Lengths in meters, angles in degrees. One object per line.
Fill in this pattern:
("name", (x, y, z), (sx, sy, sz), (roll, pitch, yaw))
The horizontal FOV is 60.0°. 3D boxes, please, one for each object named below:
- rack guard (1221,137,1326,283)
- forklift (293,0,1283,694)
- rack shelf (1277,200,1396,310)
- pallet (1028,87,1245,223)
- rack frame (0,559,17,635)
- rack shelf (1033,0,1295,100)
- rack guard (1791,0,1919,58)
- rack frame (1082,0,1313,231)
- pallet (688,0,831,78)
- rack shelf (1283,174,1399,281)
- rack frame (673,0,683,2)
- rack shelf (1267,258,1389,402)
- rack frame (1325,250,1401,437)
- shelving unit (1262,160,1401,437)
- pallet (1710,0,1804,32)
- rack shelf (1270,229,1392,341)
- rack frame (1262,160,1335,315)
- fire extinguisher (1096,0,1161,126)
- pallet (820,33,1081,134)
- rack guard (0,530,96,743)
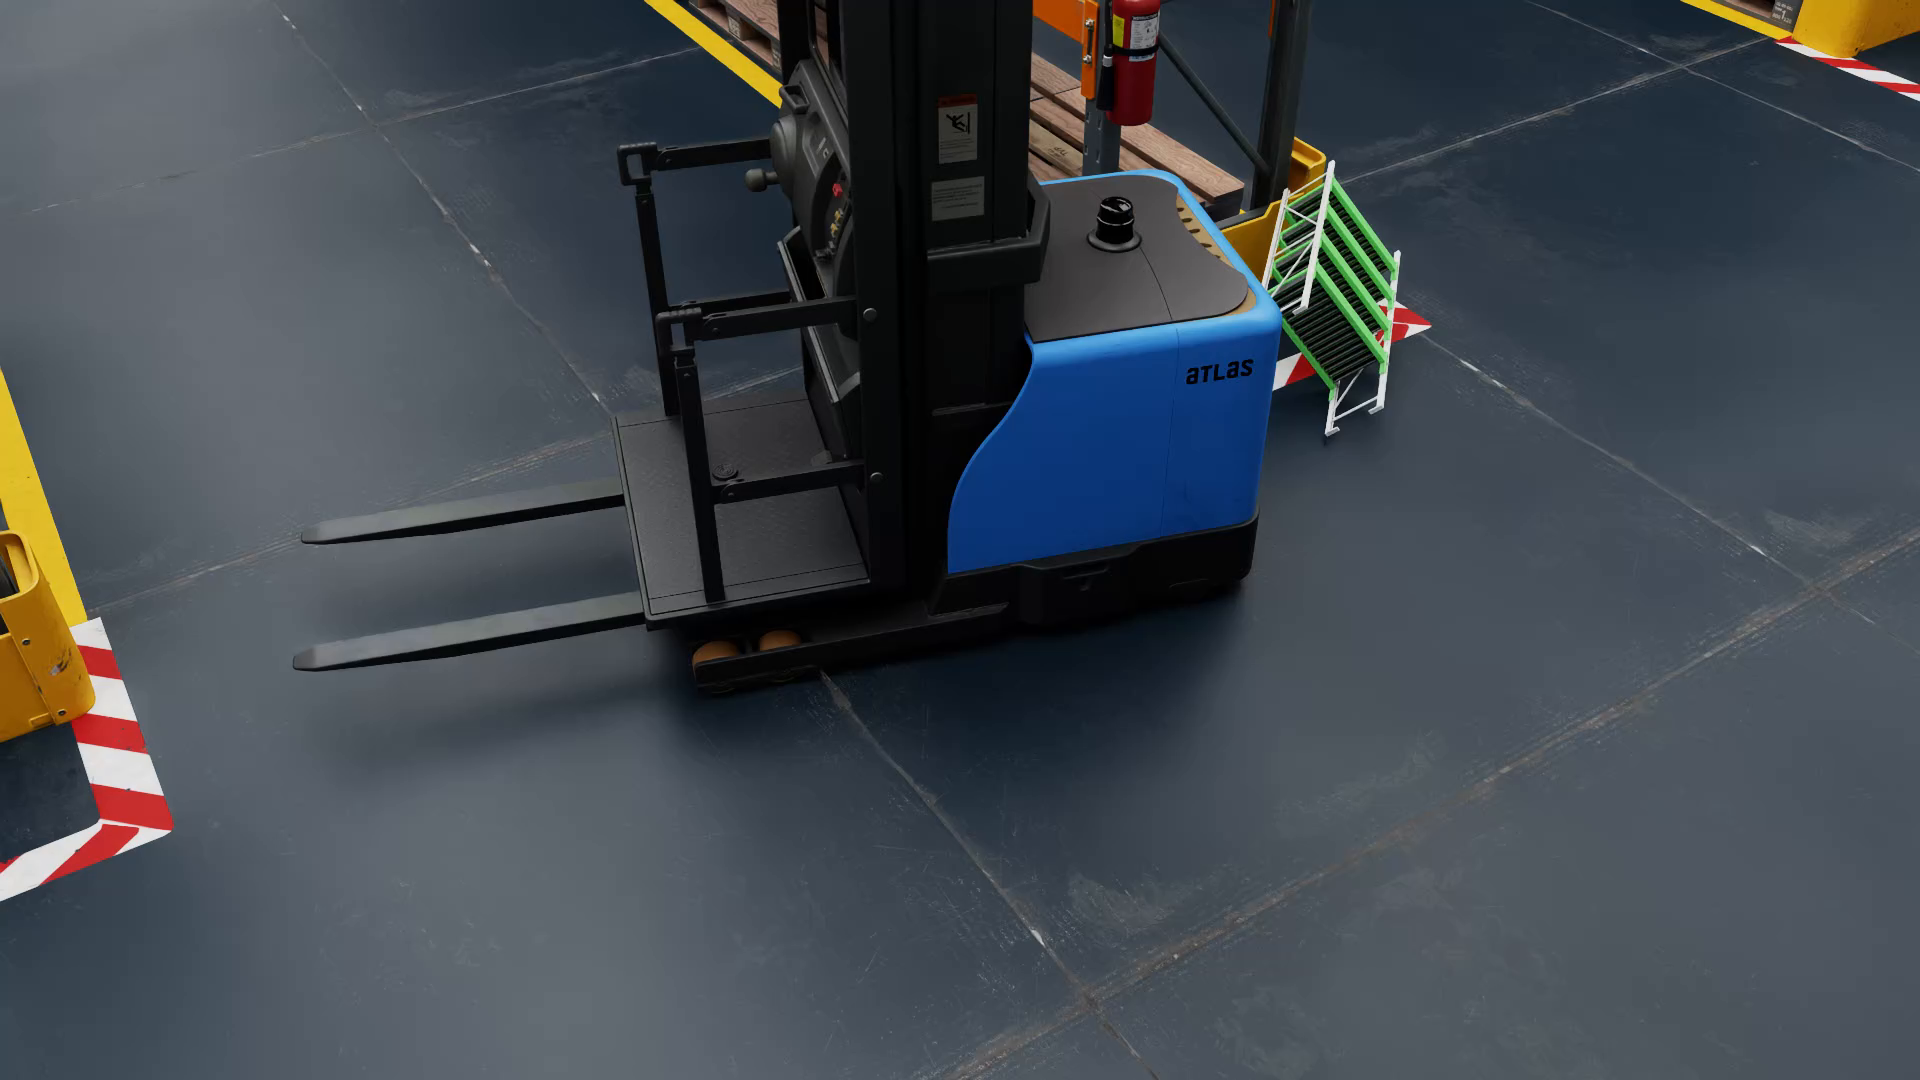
("rack guard", (0.951, -1.270, 6.883), (1.175, 0.500, 0.348), (-22, 45, -24))
("forklift", (-0.603, -1.025, 4.690), (3.031, 2.935, 1.130), (-10, 41, -11))
("rack shelf", (1.484, -1.071, 6.599), (0.258, 0.480, 0.148), (-29, 24, 34))
("pallet", (0.517, -1.626, 7.536), (1.003, 0.211, 1.213), (-22, 45, -24))
("rack frame", (-3.249, -0.534, 4.047), (1.000, 3.000, 0.127), (-22, 45, -24))
("rack shelf", (-0.148, -3.042, 7.619), (1.077, 0.370, 4.000), (-22, 45, -24))
("rack guard", (5.065, -3.022, 8.986), (1.175, 0.500, 0.348), (-22, 45, -24))
("rack frame", (0.927, -2.238, 6.093), (1.000, 3.000, 0.127), (-22, 45, -24))
("pallet", (-0.795, -2.943, 9.117), (1.003, 0.211, 1.213), (-22, 45, -24))
("rack shelf", (1.545, -1.215, 6.781), (0.258, 0.480, 0.148), (-29, 24, 34))
("rack frame", (-1.224, -4.397, 8.684), (1.000, 3.000, 0.127), (-22, 45, -24))
("rack shelf", (1.363, -0.783, 6.235), (0.258, 0.480, 0.148), (-29, 24, 34))
("rack frame", (1.595, -0.796, 6.548), (0.240, 0.015, 1.200), (-29, 24, 34))
("shelving unit", (1.440, -0.965, 6.465), (0.258, 0.503, 1.200), (-29, 24, 34))
("pallet", (4.635, -3.341, 9.595), (1.003, 0.211, 1.213), (-22, 45, -24))
("rack shelf", (1.424, -0.927, 6.417), (0.258, 0.480, 0.148), (-29, 24, 34))
("rack frame", (1.285, -1.135, 6.383), (0.240, 0.015, 1.200), (-29, 24, 34))
("fire extinguisher", (0.625, -1.828, 5.952), (0.296, 0.674, 0.183), (-22, 45, -24))
("pallet", (-0.135, -2.284, 8.325), (1.003, 0.211, 1.213), (-22, 45, -24))
("rack guard", (-3.236, 0.440, 4.832), (1.175, 0.500, 0.348), (-22, 45, -24))
